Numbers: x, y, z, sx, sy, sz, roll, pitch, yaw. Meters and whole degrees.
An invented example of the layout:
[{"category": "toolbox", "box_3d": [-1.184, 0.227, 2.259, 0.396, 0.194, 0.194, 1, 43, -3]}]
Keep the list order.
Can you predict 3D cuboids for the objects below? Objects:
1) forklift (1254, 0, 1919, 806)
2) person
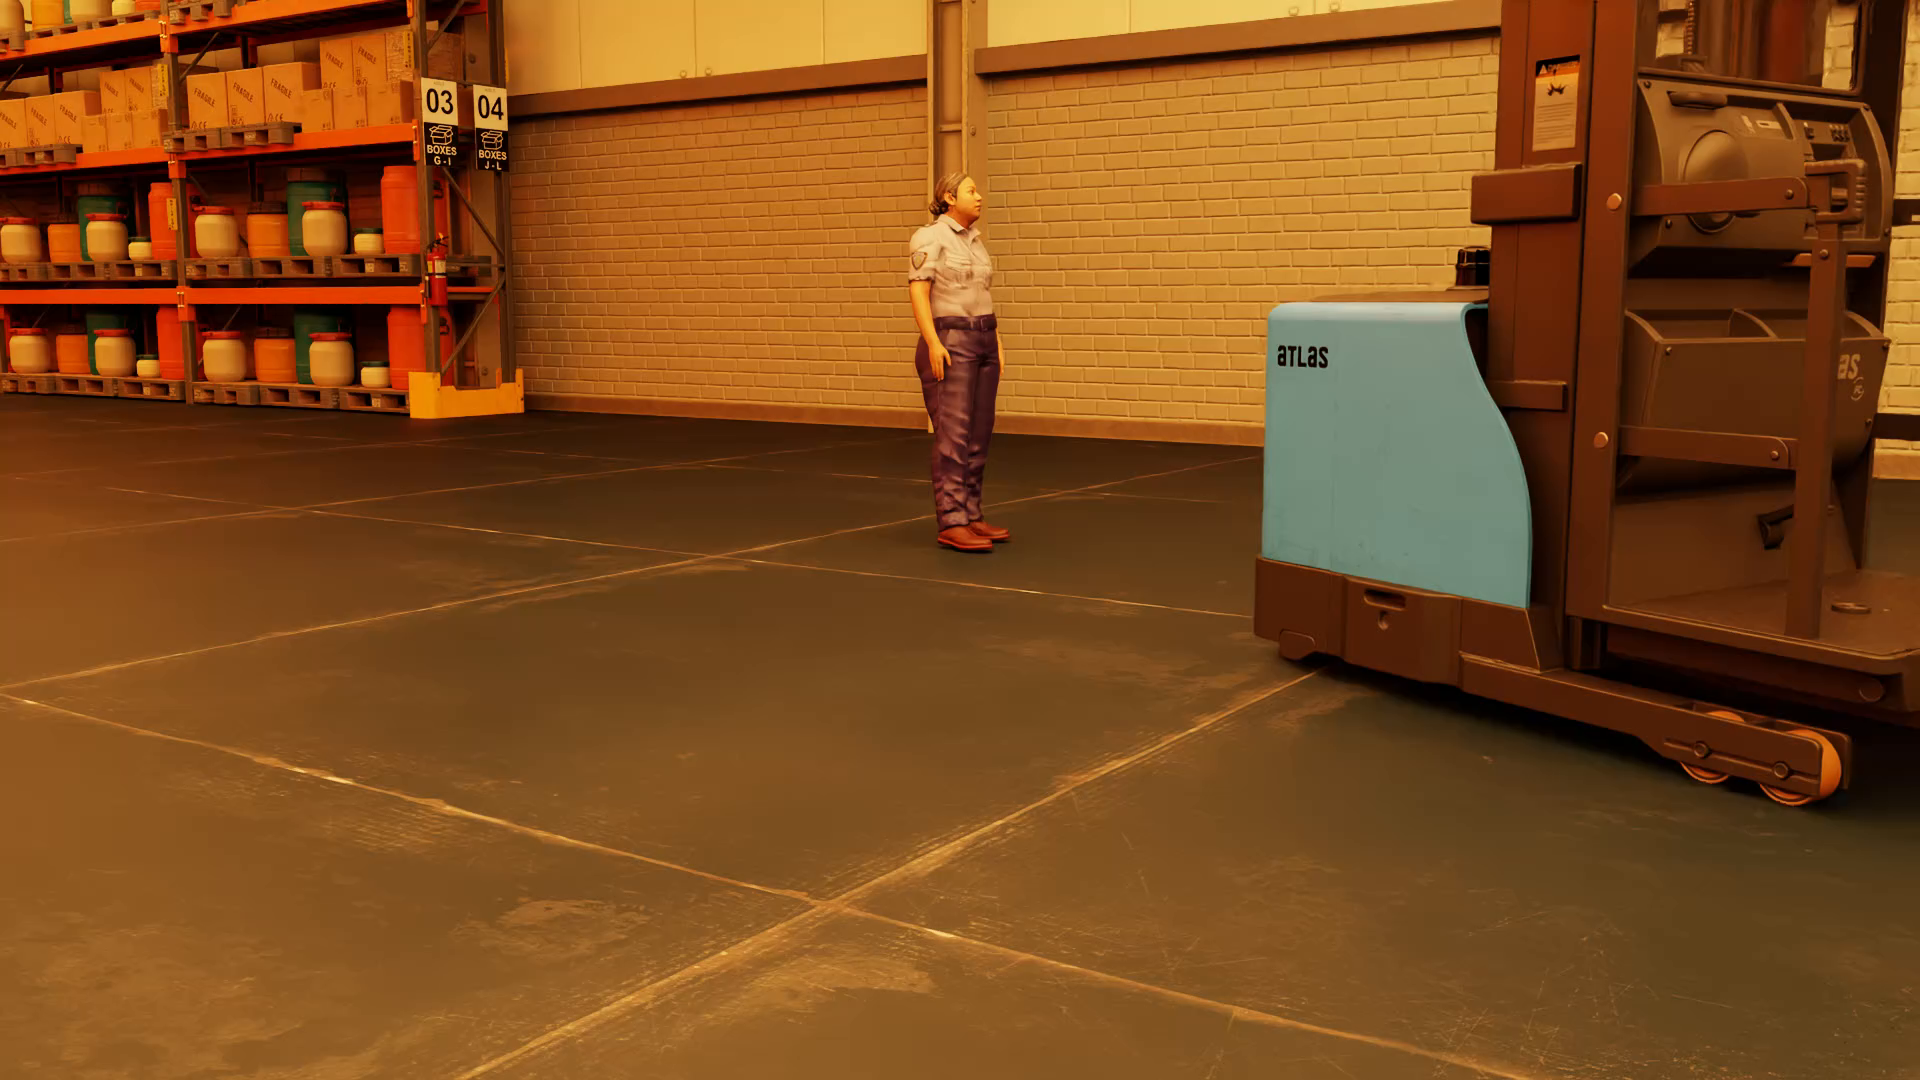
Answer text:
[{"category": "forklift", "box_3d": [2.091, -0.953, 3.892, 1.130, 2.935, 3.031, -5, 9, -31]}, {"category": "person", "box_3d": [0.061, -0.810, 7.419, 0.503, 1.643, 0.598, 5, 10, 34]}]
